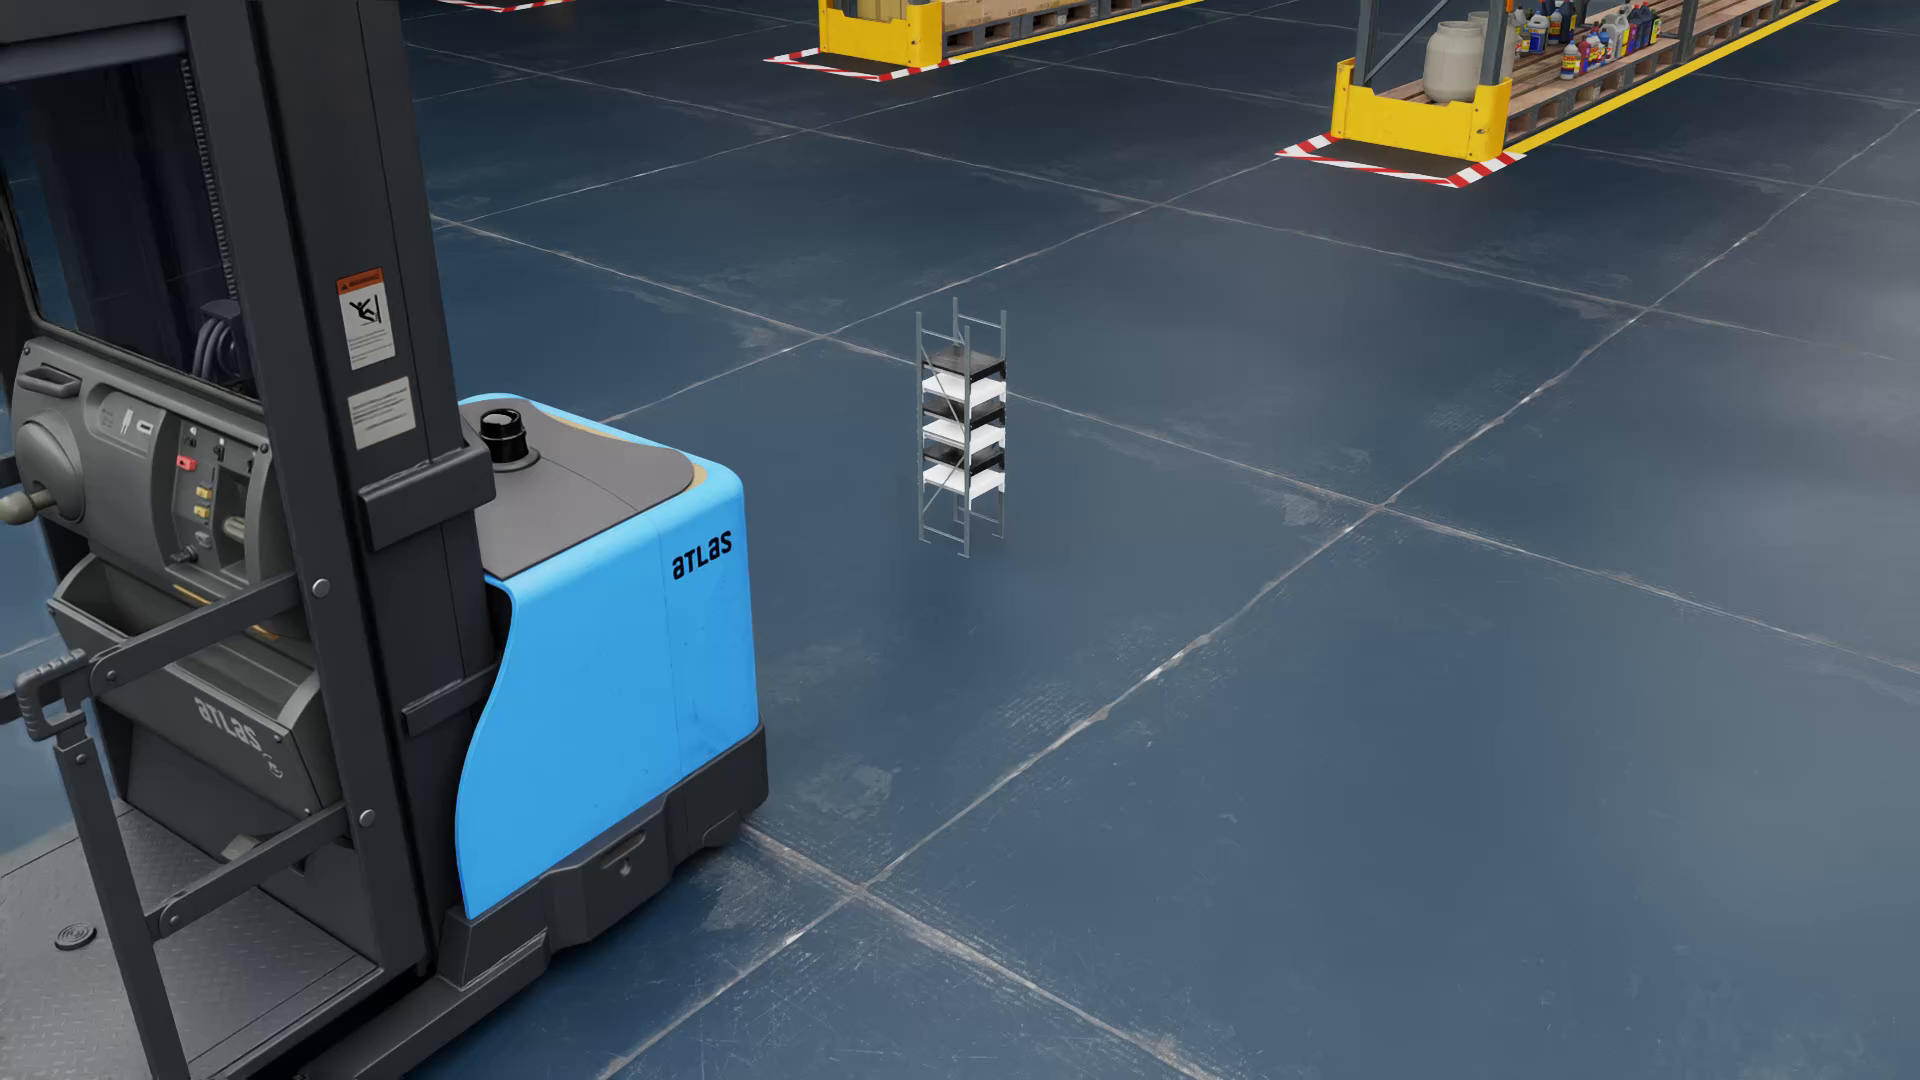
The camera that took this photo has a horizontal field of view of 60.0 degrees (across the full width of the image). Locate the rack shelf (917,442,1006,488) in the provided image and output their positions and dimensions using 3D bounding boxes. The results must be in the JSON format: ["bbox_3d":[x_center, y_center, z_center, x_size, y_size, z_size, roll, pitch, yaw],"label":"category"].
[{"bbox_3d":[0.005,-0.293,6.105,0.258,0.077,0.200,21,34,34],"label":"rack shelf"}]

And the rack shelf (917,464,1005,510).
[{"bbox_3d":[0.005,-0.213,6.147,0.258,0.077,0.200,21,34,34],"label":"rack shelf"}]

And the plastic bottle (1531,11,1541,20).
[{"bbox_3d":[4.675,-4.153,13.504,0.097,0.271,0.097,0,27,0],"label":"plastic bottle"}]

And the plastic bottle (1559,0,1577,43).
[{"bbox_3d":[4.971,-4.276,13.656,0.144,0.351,0.185,21,34,34],"label":"plastic bottle"}]

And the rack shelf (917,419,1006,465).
[{"bbox_3d":[0.005,-0.373,6.064,0.258,0.077,0.200,21,34,34],"label":"rack shelf"}]

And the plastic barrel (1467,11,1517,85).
[{"bbox_3d":[3.828,-3.561,12.120,0.421,0.512,0.421,0,27,0],"label":"plastic barrel"}]

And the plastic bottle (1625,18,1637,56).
[{"bbox_3d":[5.313,-4.003,13.200,0.061,0.283,0.133,23,35,38],"label":"plastic bottle"}]

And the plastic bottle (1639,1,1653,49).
[{"bbox_3d":[5.507,-4.171,13.452,0.144,0.351,0.185,20,33,33],"label":"plastic bottle"}]

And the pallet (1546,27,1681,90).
[{"bbox_3d":[5.234,-4.000,13.752,1.003,0.211,1.213,21,34,34],"label":"pallet"}]

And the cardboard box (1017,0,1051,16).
[{"bbox_3d":[0.476,-4.941,15.072,0.500,0.250,0.500,21,34,34],"label":"cardboard box"}]

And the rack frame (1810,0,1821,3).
[{"bbox_3d":[8.238,-6.883,16.290,1.000,3.000,0.127,21,34,34],"label":"rack frame"}]

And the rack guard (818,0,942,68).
[{"bbox_3d":[-0.686,-4.376,14.166,1.175,0.500,0.348,21,34,34],"label":"rack guard"}]

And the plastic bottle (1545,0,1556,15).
[{"bbox_3d":[4.860,-4.318,13.737,0.144,0.351,0.185,22,34,36],"label":"plastic bottle"}]

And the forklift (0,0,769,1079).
[{"bbox_3d":[-1.817,-0.112,3.276,1.130,2.935,3.031,19,33,32],"label":"forklift"}]

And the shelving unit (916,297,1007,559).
[{"bbox_3d":[0.005,-0.403,6.049,0.258,0.900,0.210,21,34,34],"label":"shelving unit"}]

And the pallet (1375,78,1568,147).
[{"bbox_3d":[3.682,-3.135,12.080,1.003,0.211,1.213,21,34,34],"label":"pallet"}]

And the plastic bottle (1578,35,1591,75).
[{"bbox_3d":[4.701,-3.662,12.541,0.061,0.283,0.133,21,34,35],"label":"plastic bottle"}]

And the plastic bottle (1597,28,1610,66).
[{"bbox_3d":[4.954,-3.810,12.842,0.097,0.271,0.097,0,27,0],"label":"plastic bottle"}]

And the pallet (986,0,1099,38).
[{"bbox_3d":[0.560,-4.971,15.629,1.003,0.211,1.213,21,34,34],"label":"pallet"}]

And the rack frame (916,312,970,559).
[{"bbox_3d":[-0.059,-0.367,5.979,0.240,0.900,0.006,21,34,34],"label":"rack frame"}]

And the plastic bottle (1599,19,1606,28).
[{"bbox_3d":[5.084,-3.979,13.155,0.061,0.283,0.133,21,34,34],"label":"plastic bottle"}]

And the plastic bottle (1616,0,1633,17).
[{"bbox_3d":[5.395,-4.213,13.533,0.144,0.351,0.185,21,34,34],"label":"plastic bottle"}]

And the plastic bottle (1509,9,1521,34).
[{"bbox_3d":[4.351,-4.035,13.189,0.144,0.351,0.185,22,35,36],"label":"plastic bottle"}]

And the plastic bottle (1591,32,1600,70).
[{"bbox_3d":[4.825,-3.739,12.703,0.097,0.271,0.097,0,27,0],"label":"plastic bottle"}]

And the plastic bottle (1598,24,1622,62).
[{"bbox_3d":[5.073,-3.898,13.007,0.152,0.276,0.135,21,34,35],"label":"plastic bottle"}]

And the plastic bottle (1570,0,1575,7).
[{"bbox_3d":[5.153,-4.463,14.103,0.097,0.271,0.097,0,27,0],"label":"plastic bottle"}]

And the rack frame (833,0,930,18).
[{"bbox_3d":[-0.670,-5.495,13.608,1.000,3.000,0.127,21,34,34],"label":"rack frame"}]

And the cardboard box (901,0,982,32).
[{"bbox_3d":[-0.158,-4.586,14.385,0.500,0.250,0.500,21,34,34],"label":"cardboard box"}]

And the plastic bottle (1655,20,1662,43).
[{"bbox_3d":[5.703,-4.197,13.665,0.097,0.201,0.097,0,27,0],"label":"plastic bottle"}]

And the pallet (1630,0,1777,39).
[{"bbox_3d":[6.939,-4.950,15.589,1.003,0.211,1.213,21,34,34],"label":"pallet"}]

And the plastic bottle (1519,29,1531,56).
[{"bbox_3d":[4.472,-3.949,13.185,0.097,0.201,0.097,0,27,0],"label":"plastic bottle"}]

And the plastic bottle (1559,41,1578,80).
[{"bbox_3d":[4.543,-3.582,12.399,0.097,0.271,0.097,0,27,0],"label":"plastic bottle"}]

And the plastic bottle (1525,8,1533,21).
[{"bbox_3d":[4.603,-4.175,13.534,0.061,0.283,0.133,23,35,37],"label":"plastic bottle"}]
